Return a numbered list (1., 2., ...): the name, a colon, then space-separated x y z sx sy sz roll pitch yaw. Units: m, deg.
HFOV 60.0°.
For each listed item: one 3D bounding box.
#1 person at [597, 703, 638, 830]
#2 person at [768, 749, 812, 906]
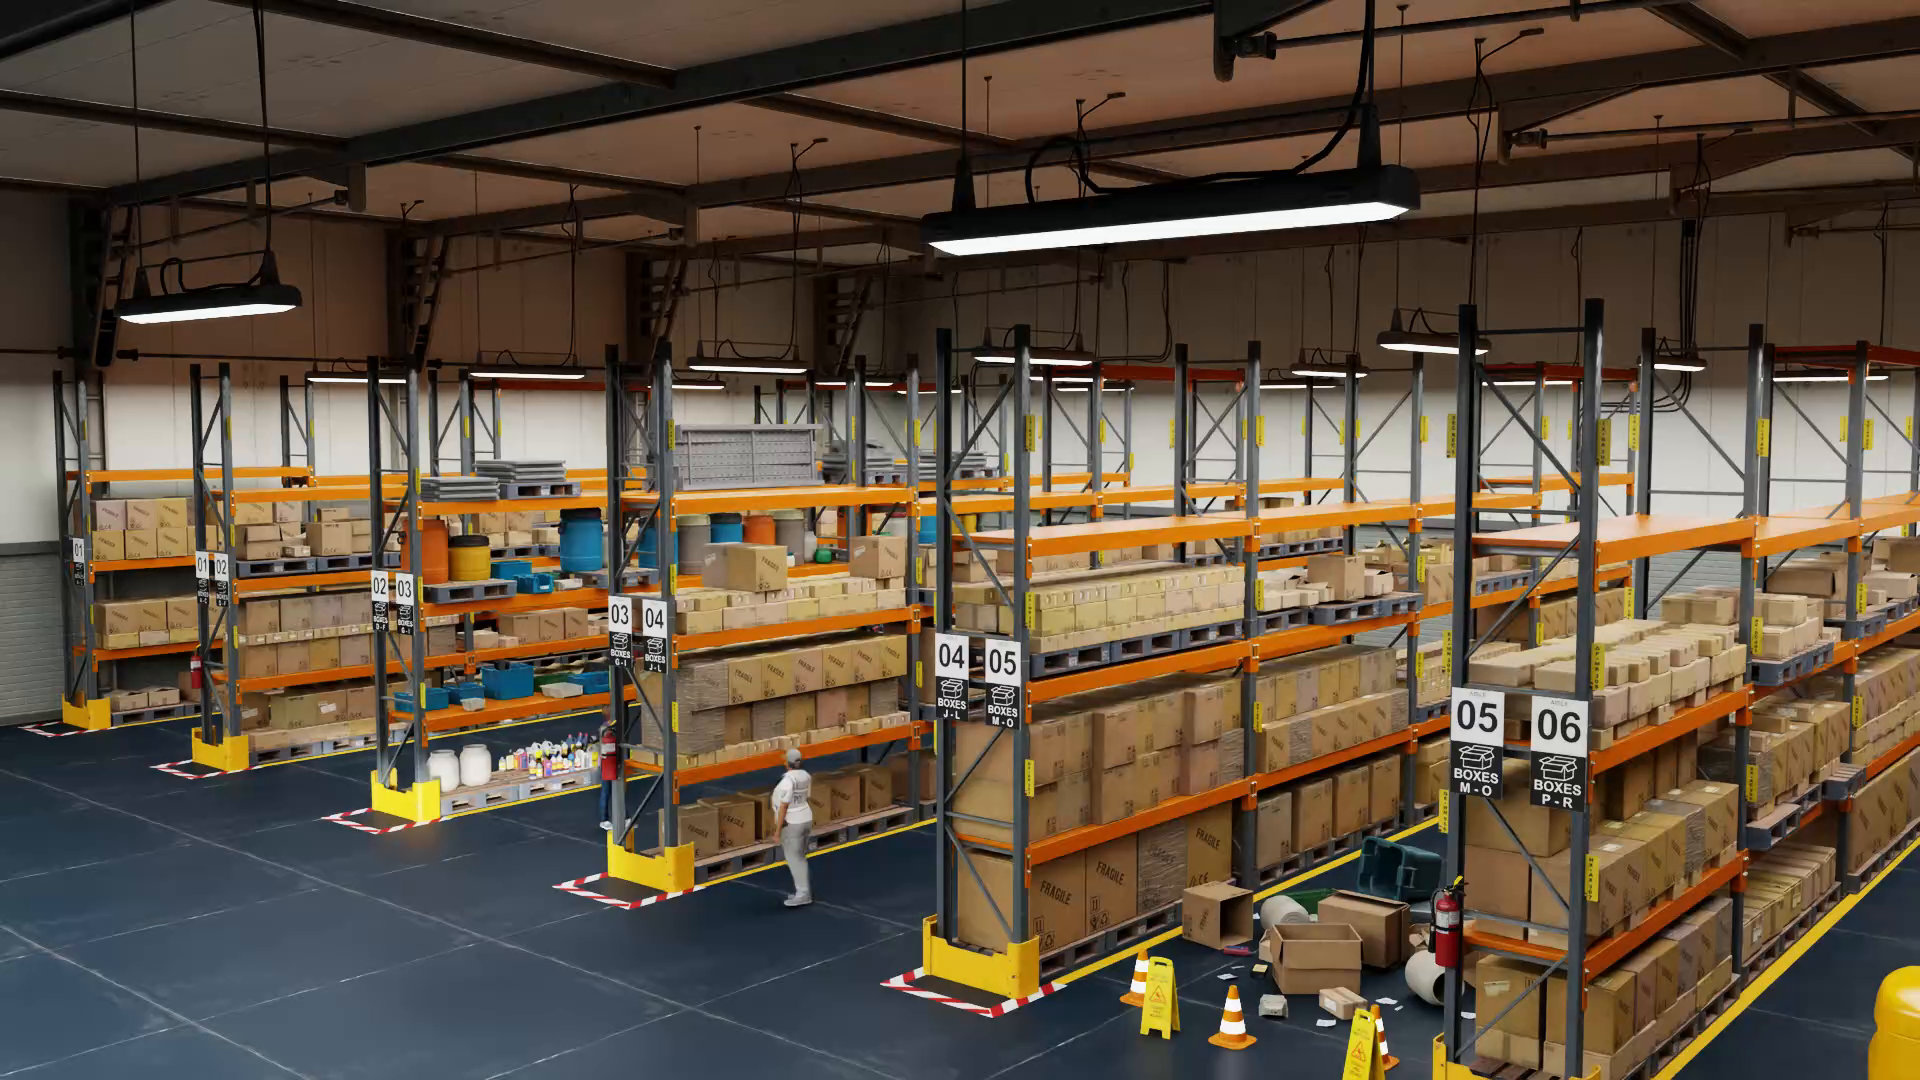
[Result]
1. person: -4.360 2.863 20.977 0.450 1.615 0.459 2 4 20
2. person: -1.788 3.065 17.728 0.451 1.689 0.563 1 4 18
